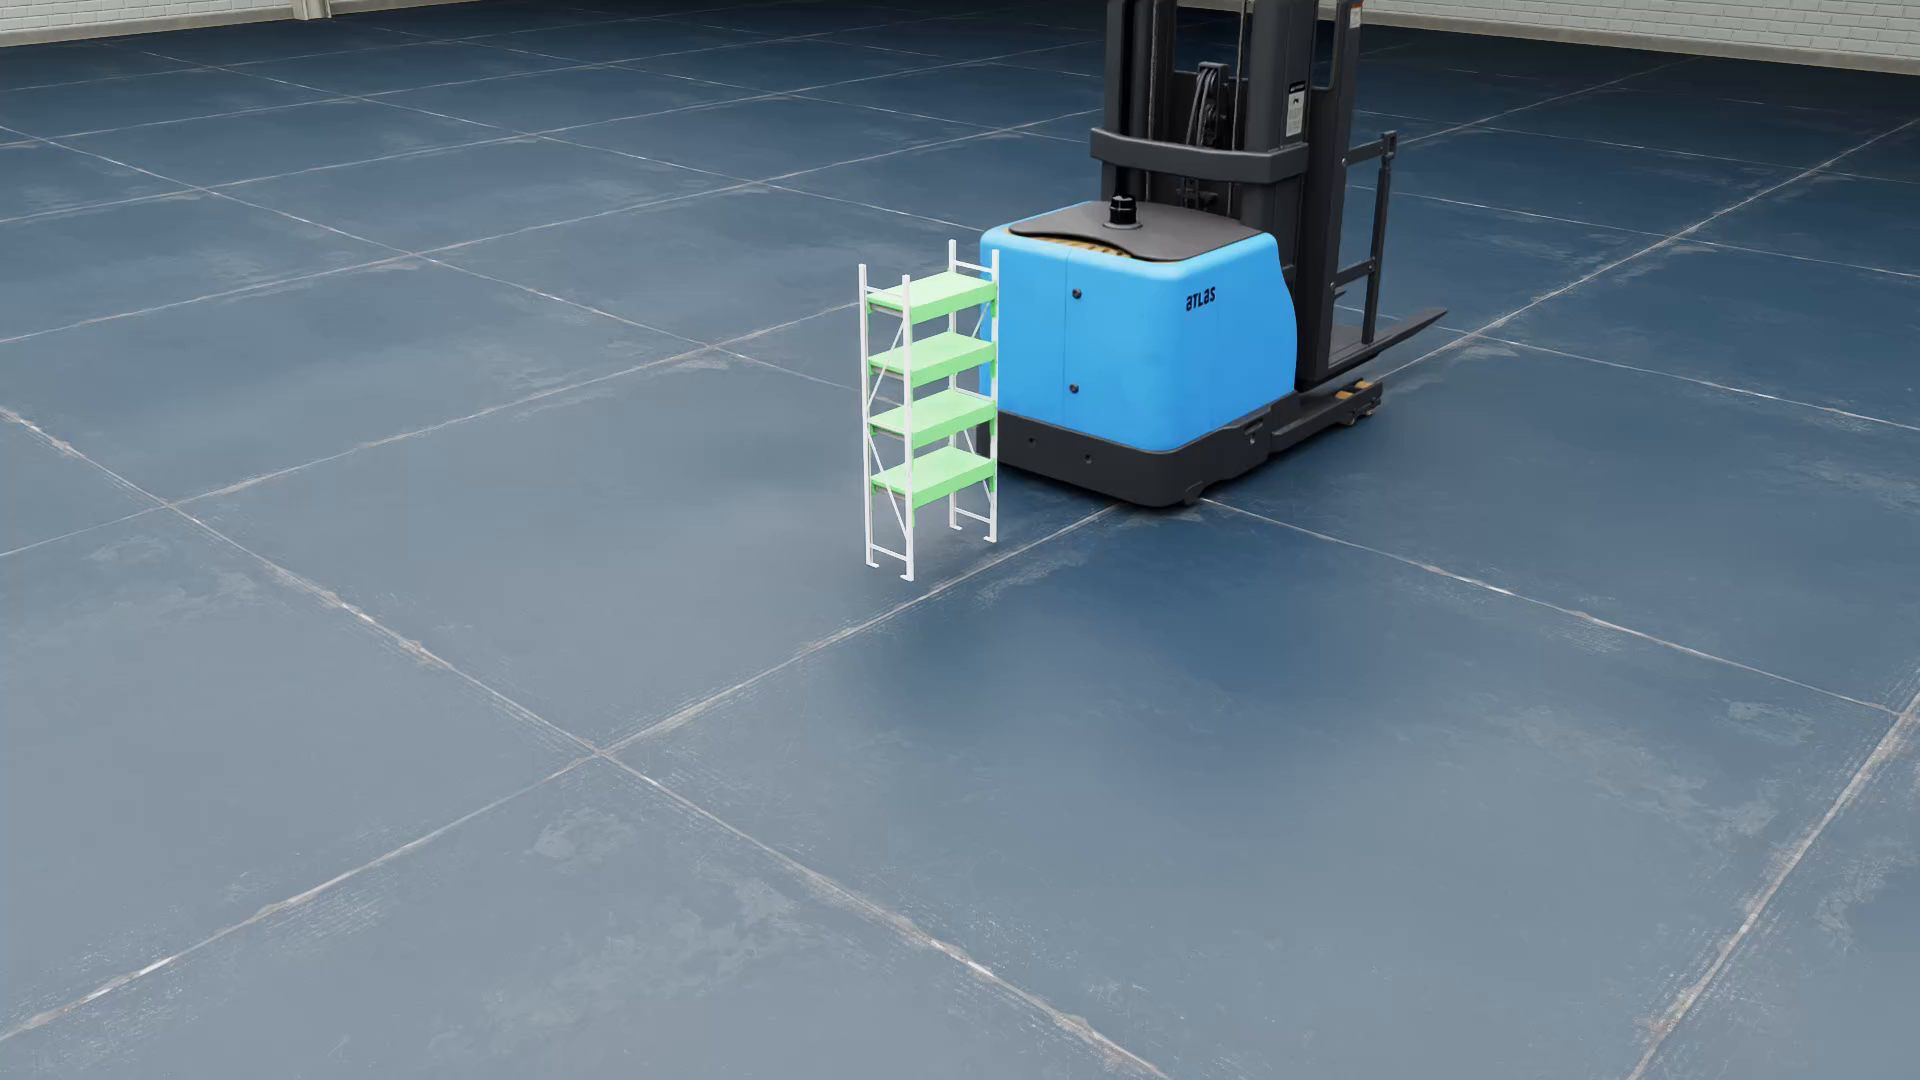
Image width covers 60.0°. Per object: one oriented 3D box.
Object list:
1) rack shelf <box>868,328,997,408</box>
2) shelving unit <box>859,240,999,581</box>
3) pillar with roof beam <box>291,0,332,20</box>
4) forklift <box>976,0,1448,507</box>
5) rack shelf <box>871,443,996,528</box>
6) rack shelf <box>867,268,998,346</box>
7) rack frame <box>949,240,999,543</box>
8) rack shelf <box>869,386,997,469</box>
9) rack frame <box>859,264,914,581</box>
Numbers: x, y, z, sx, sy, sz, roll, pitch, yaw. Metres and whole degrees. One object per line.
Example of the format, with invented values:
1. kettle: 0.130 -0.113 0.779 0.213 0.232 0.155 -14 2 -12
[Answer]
1. rack shelf: -0.110 -0.658 6.320 0.258 0.148 0.480 20 31 38
2. shelving unit: -0.110 -0.497 6.392 0.258 1.200 0.503 20 31 38
3. pillar with roof beam: -5.562 -10.002 18.059 9.100 9.000 0.400 20 31 38
4. forklift: 1.406 -2.001 7.631 1.130 2.935 3.031 19 30 36
5. rack shelf: -0.110 -0.220 6.516 0.258 0.148 0.480 20 31 38
6. rack shelf: -0.110 -0.877 6.222 0.258 0.148 0.480 20 31 38
7. rack frame: 0.052 -0.571 6.558 0.240 1.200 0.015 20 31 38
8. rack shelf: -0.110 -0.439 6.418 0.258 0.148 0.480 20 31 38
9. rack frame: -0.273 -0.423 6.226 0.240 1.200 0.015 20 31 38
